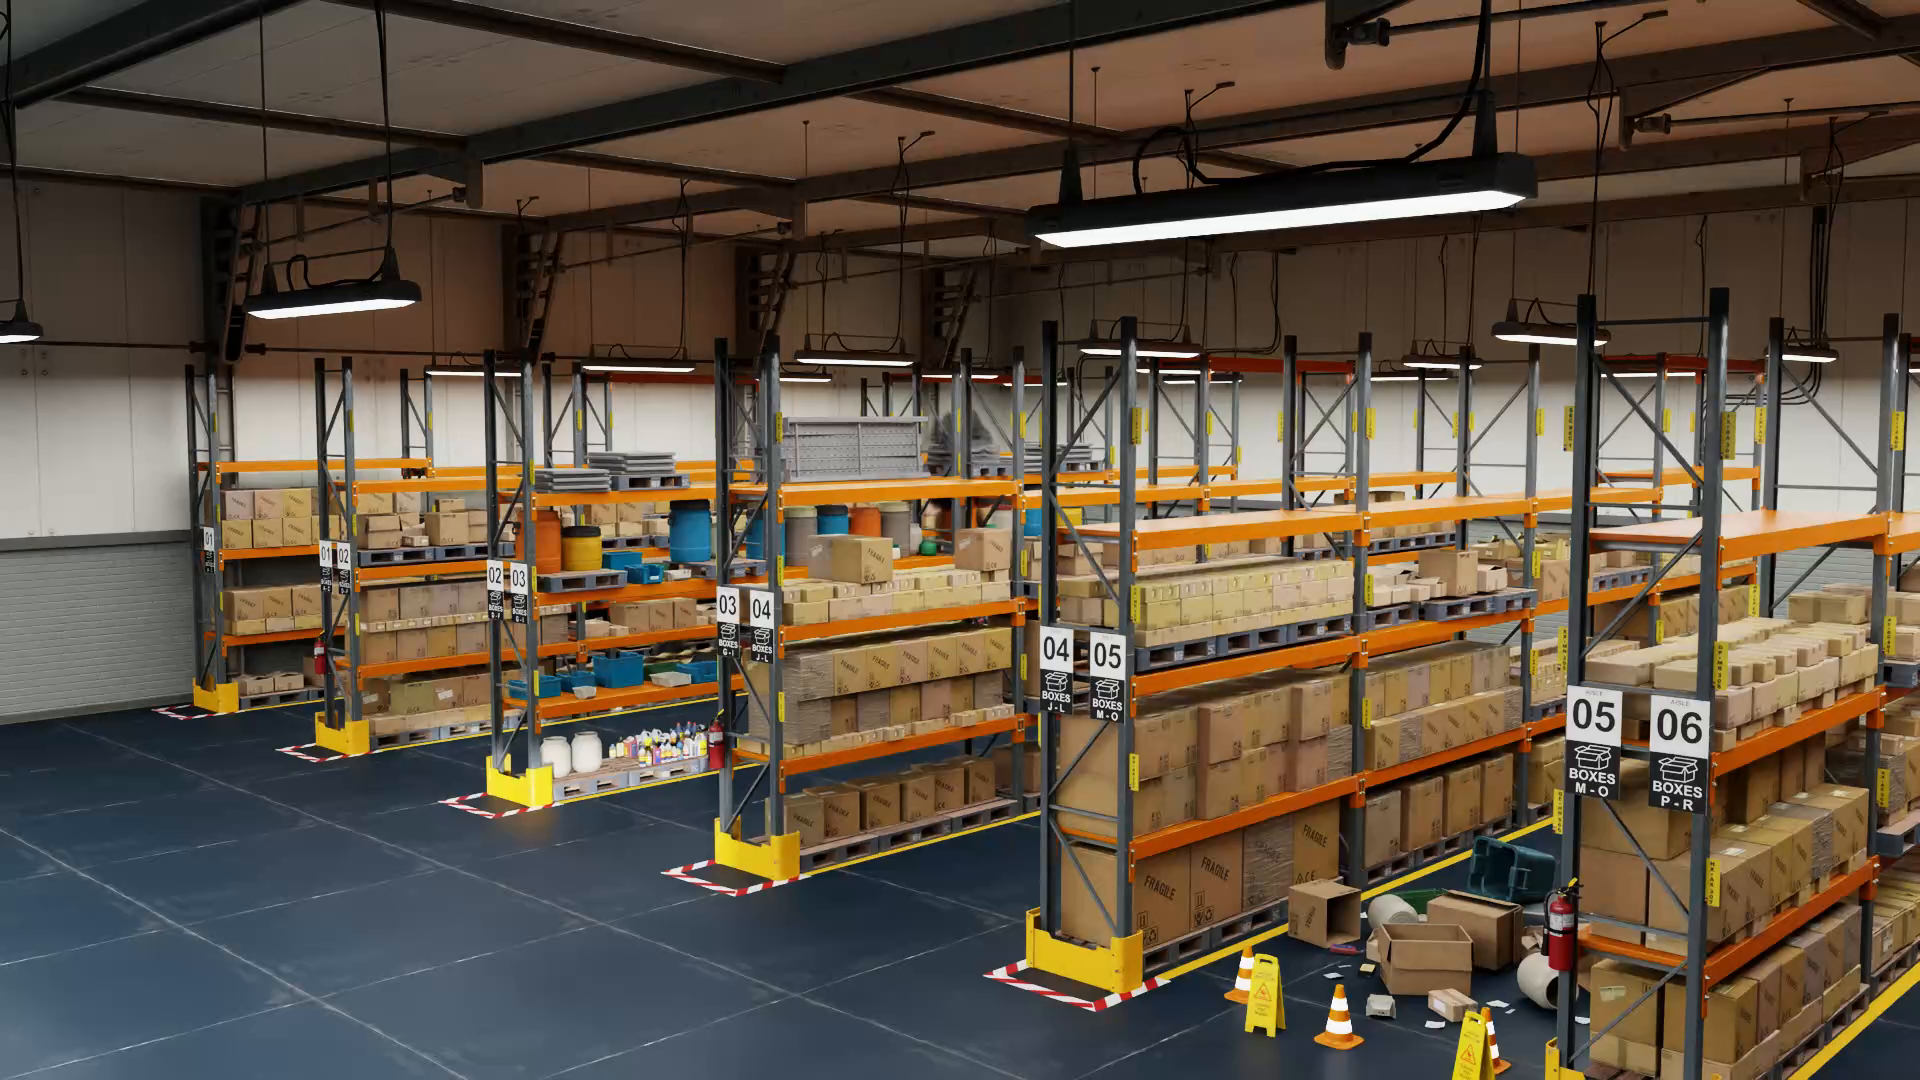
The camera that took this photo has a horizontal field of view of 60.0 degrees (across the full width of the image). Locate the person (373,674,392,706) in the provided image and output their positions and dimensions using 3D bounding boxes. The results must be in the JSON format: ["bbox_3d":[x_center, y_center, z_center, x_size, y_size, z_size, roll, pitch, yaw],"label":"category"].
[{"bbox_3d":[-9.988,2.158,28.643,0.582,1.638,0.641,1,5,15],"label":"person"}]

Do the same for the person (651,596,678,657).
[{"bbox_3d":[-5.621,1.917,31.968,0.489,1.666,0.799,3,5,35],"label":"person"}]
